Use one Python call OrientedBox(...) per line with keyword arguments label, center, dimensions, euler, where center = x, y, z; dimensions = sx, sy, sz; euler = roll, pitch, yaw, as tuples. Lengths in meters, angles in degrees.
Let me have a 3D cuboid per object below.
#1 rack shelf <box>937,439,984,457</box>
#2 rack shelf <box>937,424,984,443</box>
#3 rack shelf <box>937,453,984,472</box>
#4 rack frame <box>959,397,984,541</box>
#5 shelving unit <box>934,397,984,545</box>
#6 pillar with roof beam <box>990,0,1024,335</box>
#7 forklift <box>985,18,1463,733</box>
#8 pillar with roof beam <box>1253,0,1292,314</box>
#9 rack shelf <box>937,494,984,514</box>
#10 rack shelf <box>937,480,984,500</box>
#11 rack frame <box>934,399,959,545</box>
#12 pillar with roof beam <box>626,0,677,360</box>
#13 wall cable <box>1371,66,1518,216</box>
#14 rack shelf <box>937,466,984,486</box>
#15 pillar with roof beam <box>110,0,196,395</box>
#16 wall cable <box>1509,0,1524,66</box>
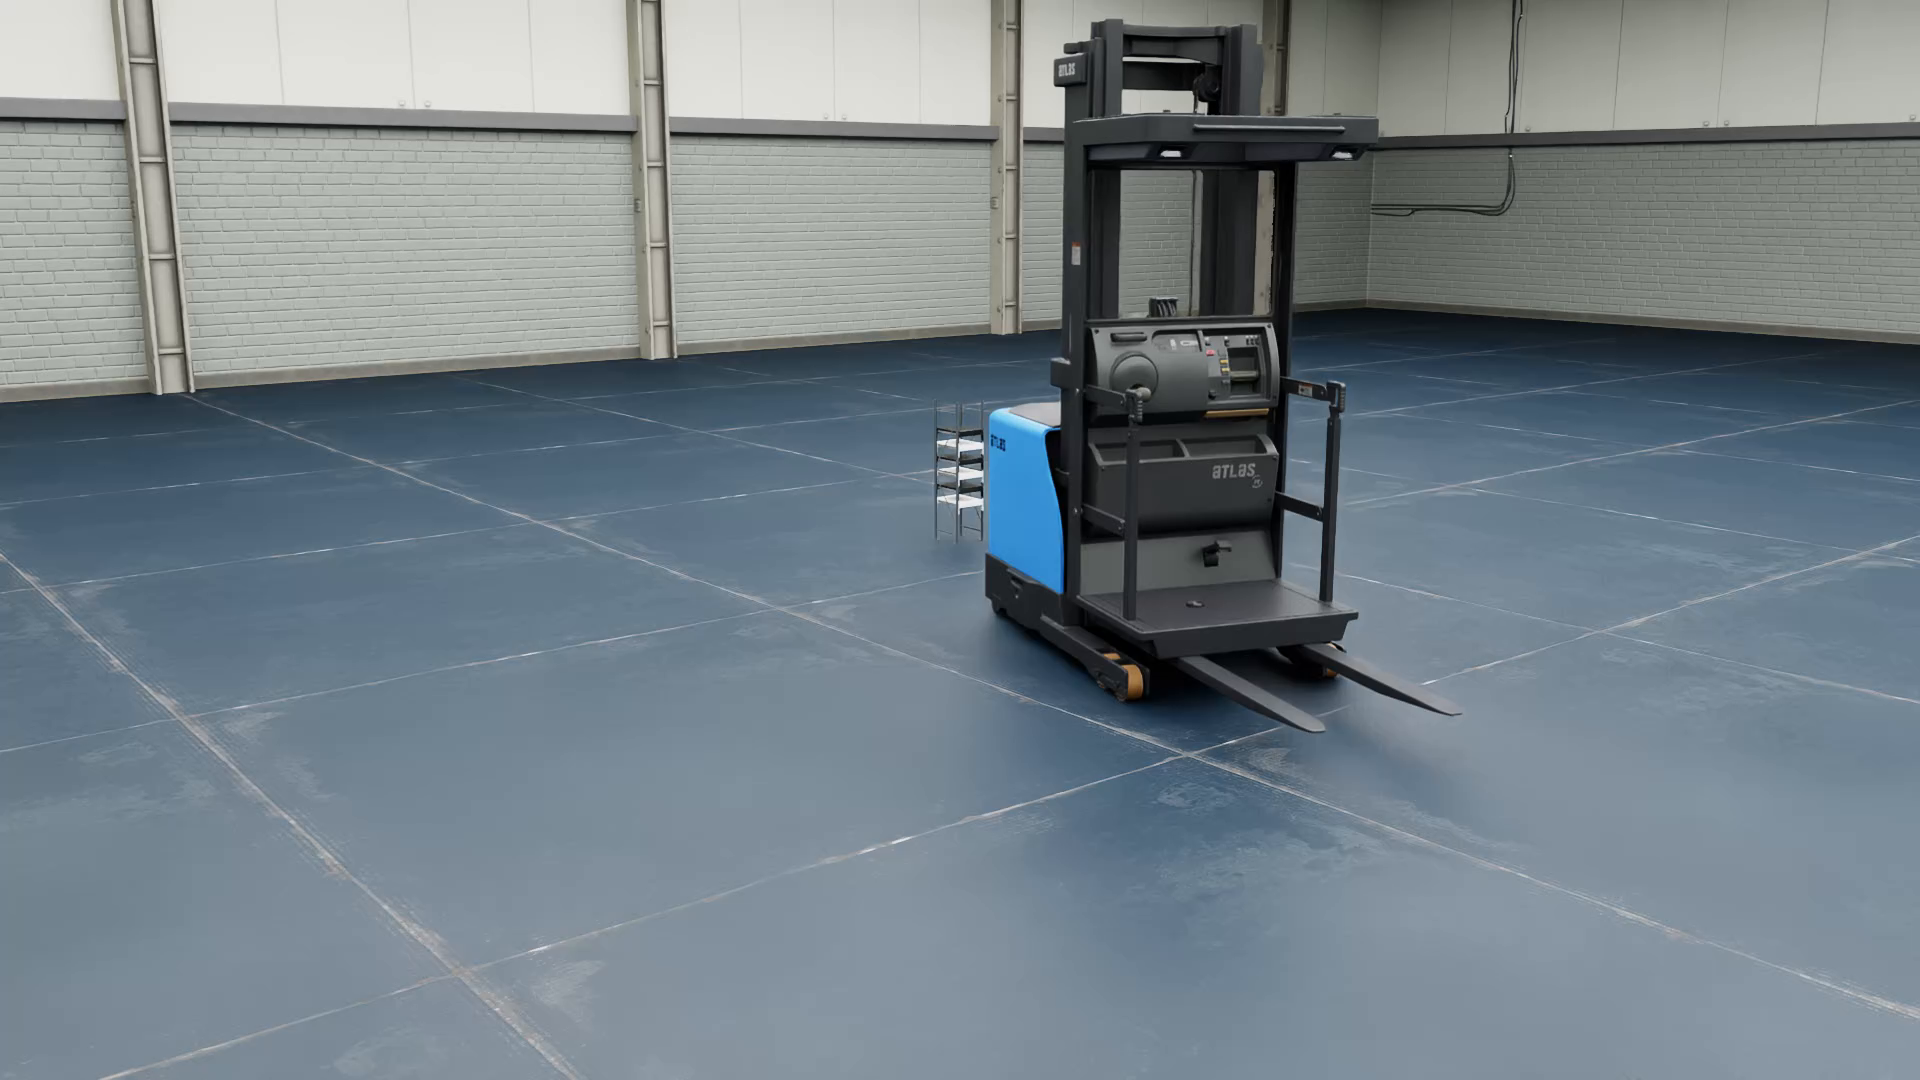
OrientedBox(label="rack shelf", center=(-0.006, -0.583, 10.500), dimensions=(0.200, 0.077, 0.258), euler=(-9, 15, -38))
OrientedBox(label="rack shelf", center=(-0.006, -0.671, 10.481), dimensions=(0.200, 0.077, 0.258), euler=(-9, 15, -38))
OrientedBox(label="rack shelf", center=(-0.006, -0.495, 10.519), dimensions=(0.200, 0.077, 0.258), euler=(-9, 15, -38))
OrientedBox(label="rack frame", center=(0.073, -0.452, 10.592), dimensions=(0.006, 0.900, 0.240), euler=(-9, 15, -38))
OrientedBox(label="shelving unit", center=(-0.006, -0.439, 10.530), dimensions=(0.210, 0.900, 0.258), euler=(-9, 15, -38))
OrientedBox(label="pillar with roof beam", center=(3.393, -6.890, 21.413), dimensions=(0.400, 9.000, 9.100), euler=(-9, 15, -38))
OrientedBox(label="forklift", center=(1.113, -0.820, 7.436), dimensions=(1.130, 2.935, 3.031), euler=(-4, 13, -19))
OrientedBox(label="pillar with roof beam", center=(8.078, -7.669, 25.079), dimensions=(0.400, 9.000, 9.100), euler=(-9, 15, -38))
OrientedBox(label="rack shelf", center=(-0.006, -0.230, 10.575), dimensions=(0.200, 0.077, 0.258), euler=(-9, 15, -38))
OrientedBox(label="rack shelf", center=(-0.006, -0.318, 10.556), dimensions=(0.200, 0.077, 0.258), euler=(-9, 15, -38))
OrientedBox(label="rack frame", center=(-0.086, -0.426, 10.468), dimensions=(0.006, 0.900, 0.240), euler=(-9, 15, -38))
OrientedBox(label="pillar with roof beam", center=(-1.292, -6.112, 17.746), dimensions=(0.400, 9.000, 9.100), euler=(-9, 15, -38))
OrientedBox(label="wall cable", center=(8.515, -7.016, 29.480), dimensions=(0.112, 2.526, 3.097), euler=(-9, 15, -38))
OrientedBox(label="rack shelf", center=(-0.006, -0.407, 10.537), dimensions=(0.200, 0.077, 0.258), euler=(-9, 15, -38))
OrientedBox(label="pillar with roof beam", center=(-5.977, -5.333, 14.080), dimensions=(0.400, 9.000, 9.100), euler=(-9, 15, -38))
OrientedBox(label="wall cable", center=(10.205, -9.048, 26.889), dimensions=(0.112, 2.526, 3.097), euler=(-9, 15, -38))
